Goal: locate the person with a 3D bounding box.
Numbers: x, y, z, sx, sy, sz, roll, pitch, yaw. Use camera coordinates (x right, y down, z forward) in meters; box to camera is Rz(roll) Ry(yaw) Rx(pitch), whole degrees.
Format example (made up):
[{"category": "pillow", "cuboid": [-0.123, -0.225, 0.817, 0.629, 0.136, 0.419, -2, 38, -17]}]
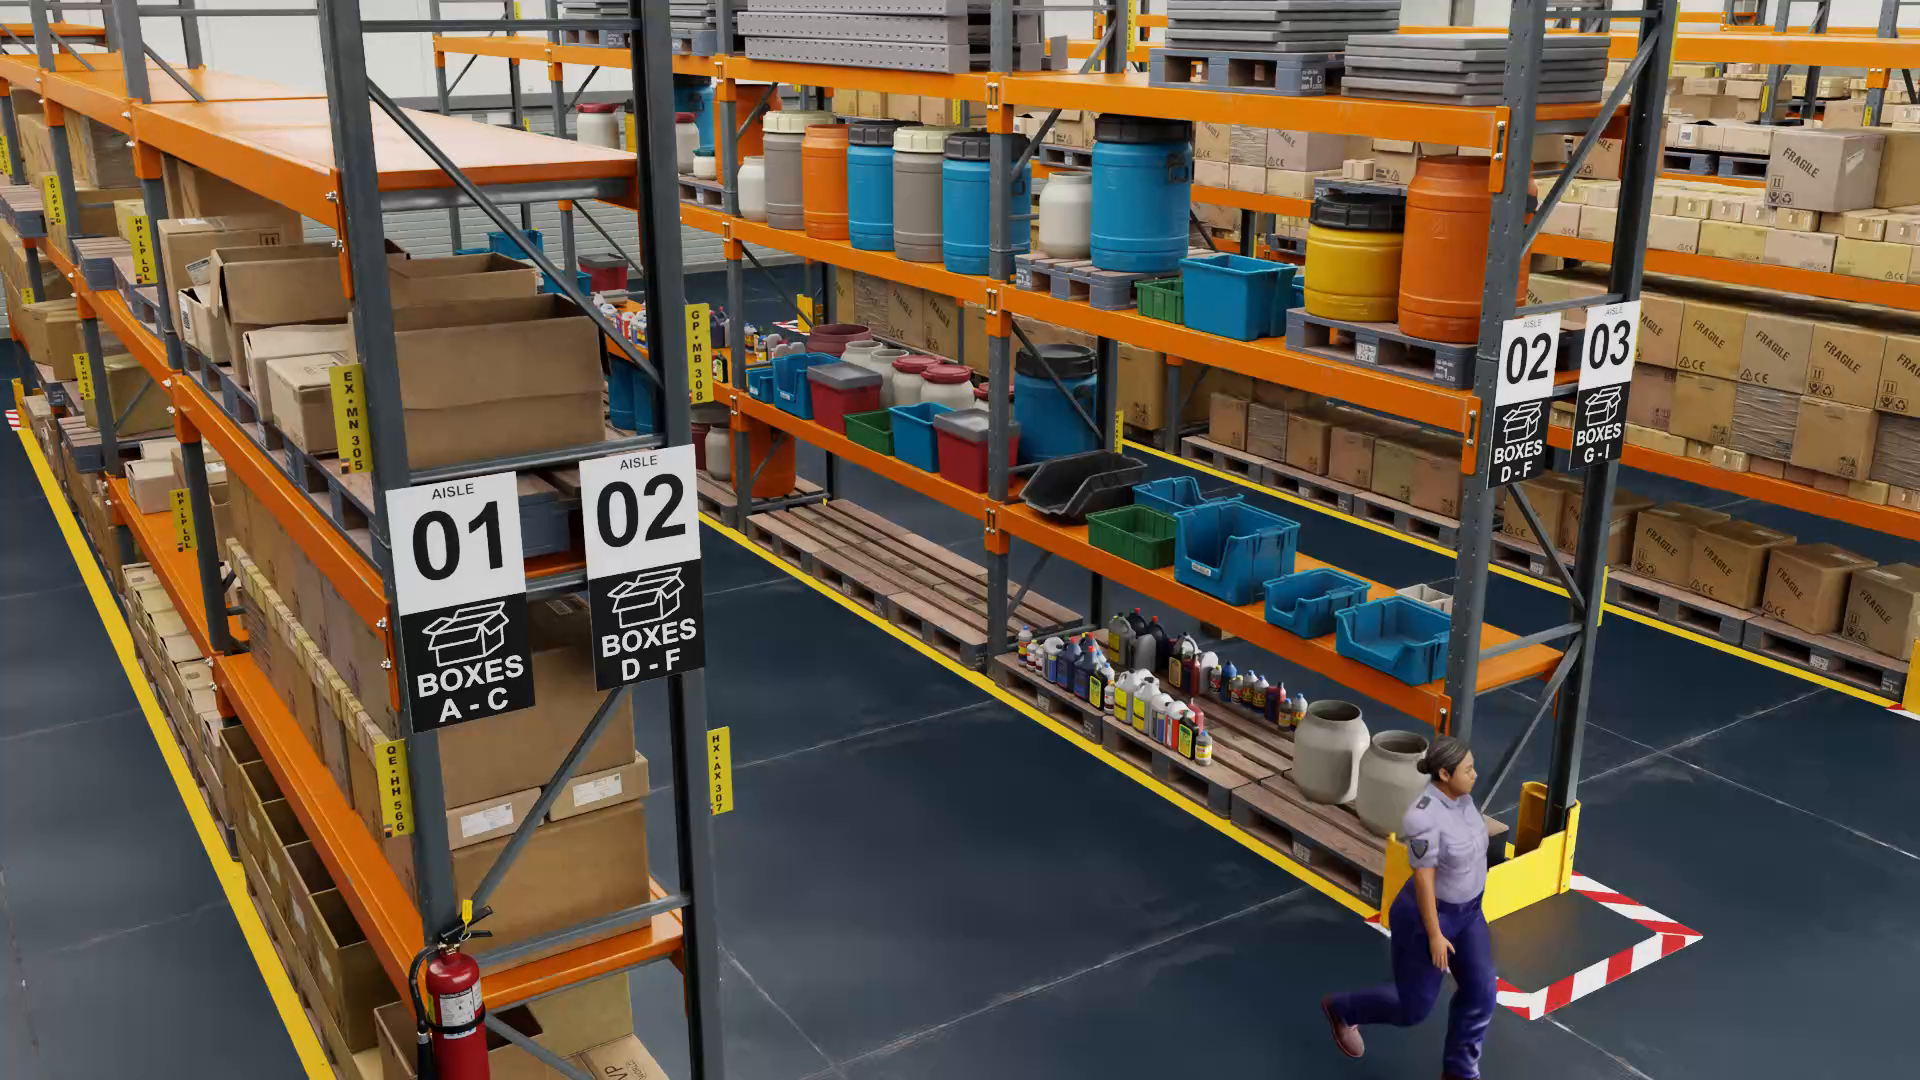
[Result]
[{"category": "person", "cuboid": [2.043, 1.618, 7.185, 0.492, 1.602, 0.814, -17, 24, -41]}]
